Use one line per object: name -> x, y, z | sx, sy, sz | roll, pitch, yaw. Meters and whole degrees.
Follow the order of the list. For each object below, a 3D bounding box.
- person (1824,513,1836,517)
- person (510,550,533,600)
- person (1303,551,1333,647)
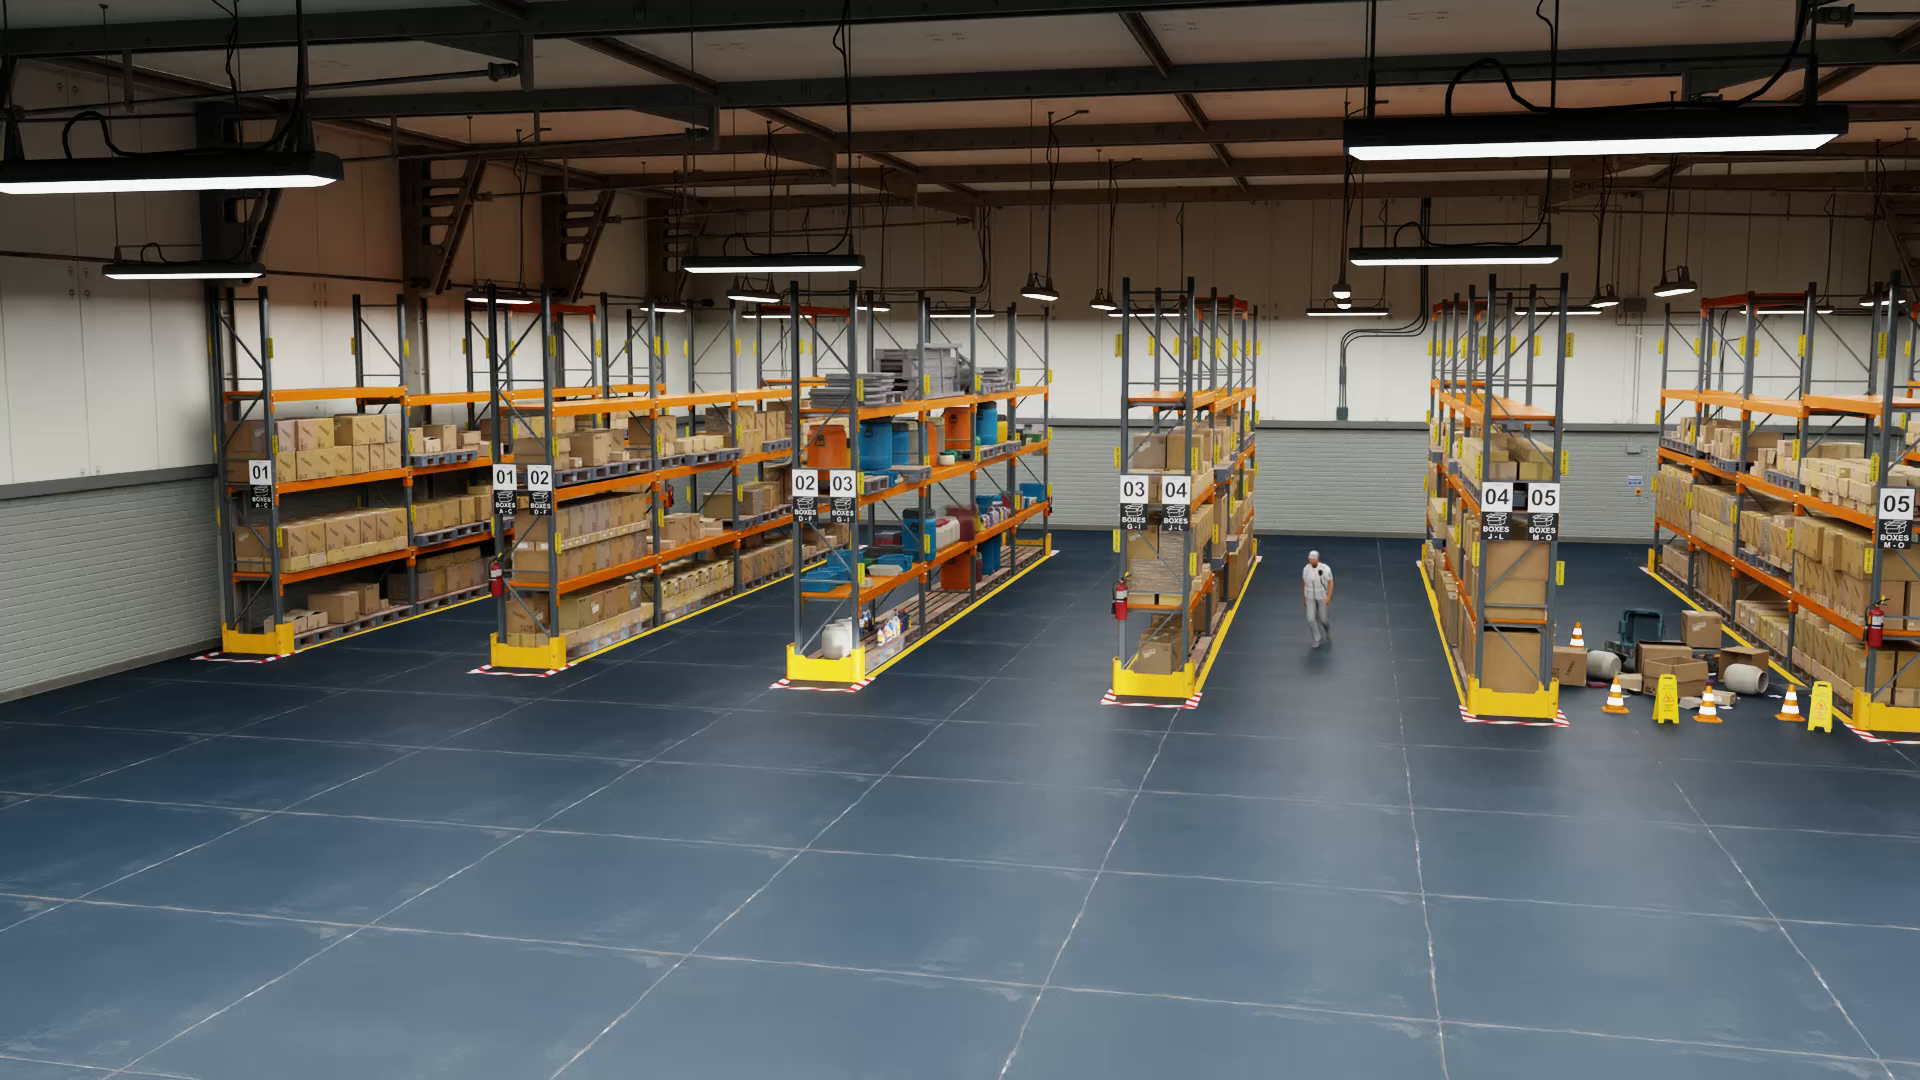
person -> 19.830, -0.205, 37.665 | 0.836, 1.758, 0.593 | 2, 7, 16
person -> -8.086, 0.647, 30.610 | 0.500, 1.603, 0.959 | -1, 7, -8
person -> 6.069, 0.972, 28.148 | 0.537, 1.634, 0.681 | 4, 7, 28
